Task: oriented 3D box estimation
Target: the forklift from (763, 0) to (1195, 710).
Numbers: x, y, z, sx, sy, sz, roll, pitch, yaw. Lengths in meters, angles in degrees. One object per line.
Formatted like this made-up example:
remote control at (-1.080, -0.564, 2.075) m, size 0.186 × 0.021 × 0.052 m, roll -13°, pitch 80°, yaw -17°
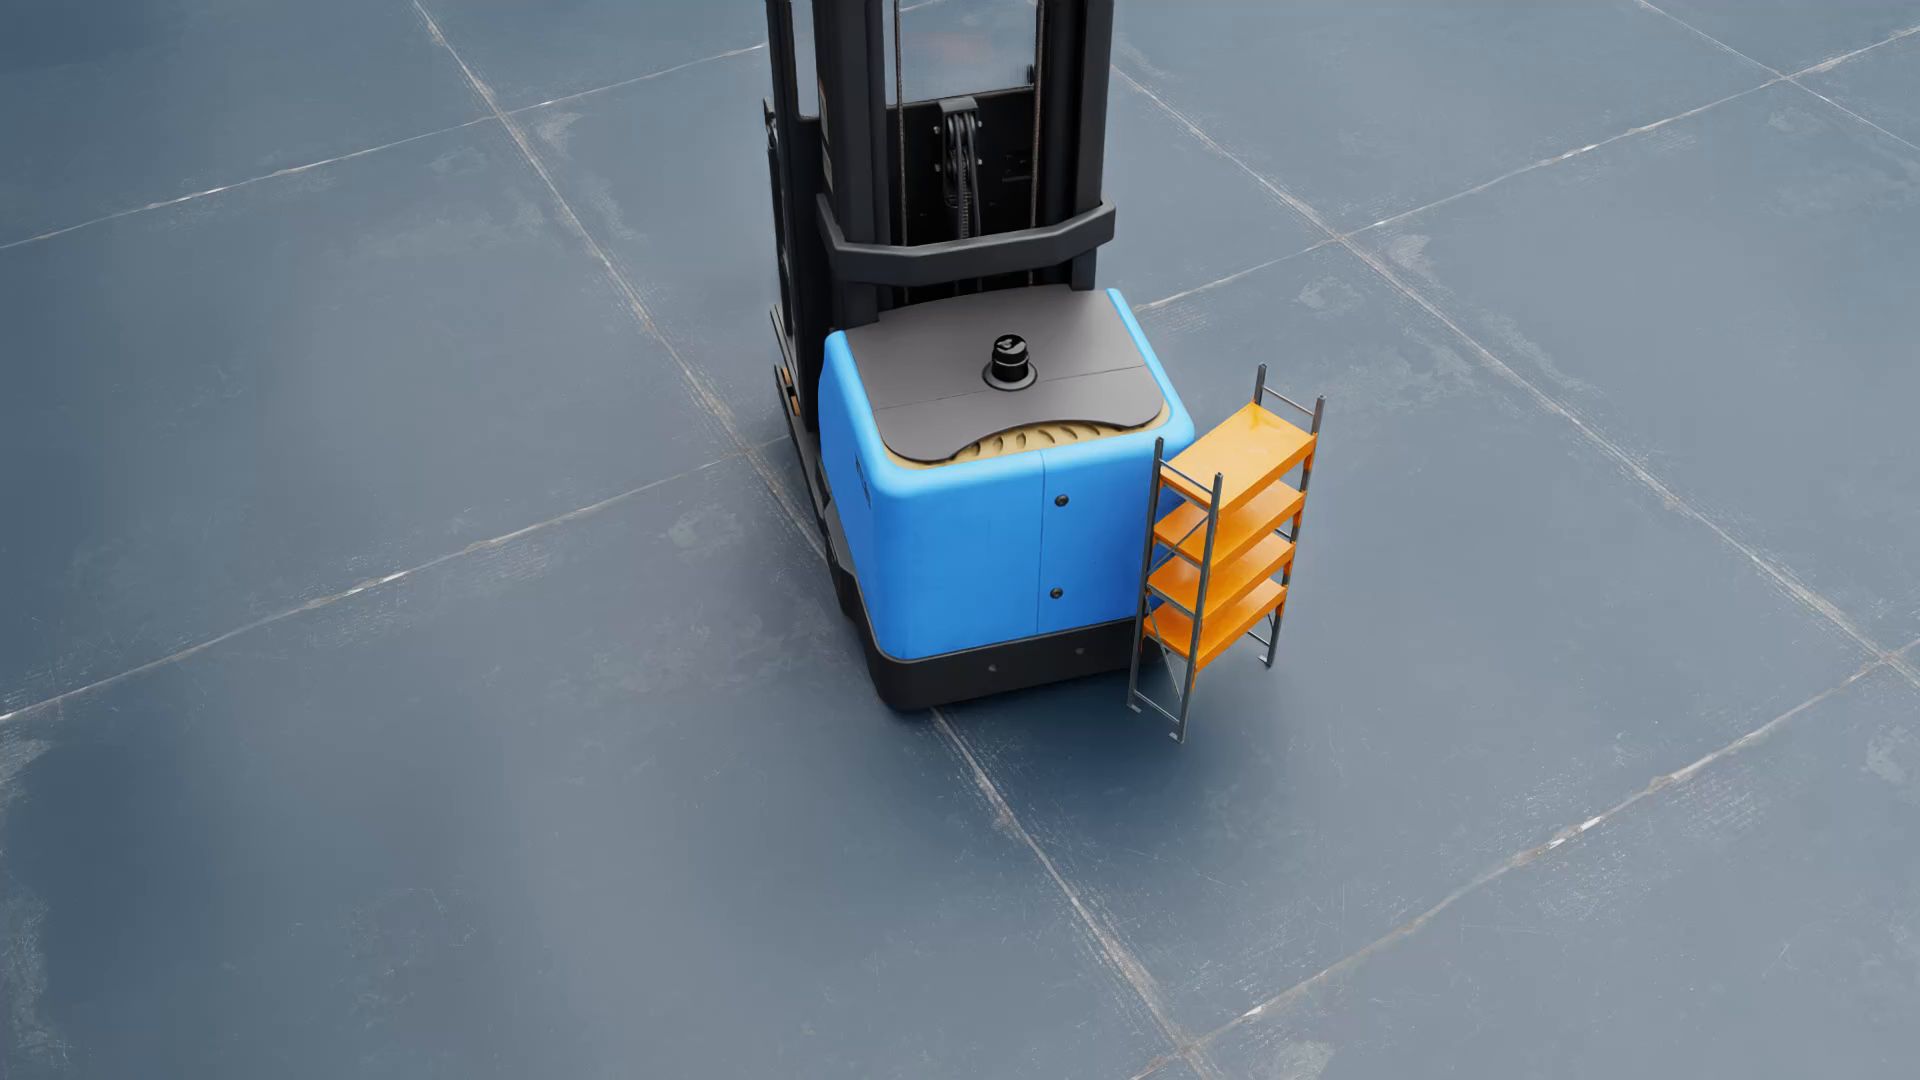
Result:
forklift at (-0.128, -1.527, 5.718) m, size 1.130 × 2.935 × 3.031 m, roll -10°, pitch 45°, yaw -10°

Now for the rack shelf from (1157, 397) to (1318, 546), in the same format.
rack shelf at (0.831, -0.213, 5.044) m, size 0.258 × 0.148 × 0.480 m, roll 35°, pitch 54°, yaw 30°

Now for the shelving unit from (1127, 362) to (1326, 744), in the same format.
shelving unit at (0.831, 0.069, 5.318) m, size 0.258 × 1.200 × 0.503 m, roll 35°, pitch 54°, yaw 30°

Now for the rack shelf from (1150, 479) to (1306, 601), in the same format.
rack shelf at (0.831, -0.043, 5.209) m, size 0.258 × 0.148 × 0.480 m, roll 35°, pitch 54°, yaw 30°

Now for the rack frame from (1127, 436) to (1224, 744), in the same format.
rack frame at (0.658, 0.189, 5.194) m, size 0.240 × 1.200 × 0.015 m, roll 35°, pitch 54°, yaw 30°

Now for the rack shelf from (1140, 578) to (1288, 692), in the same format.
rack shelf at (0.831, 0.260, 5.503) m, size 0.258 × 0.148 × 0.480 m, roll 35°, pitch 54°, yaw 30°

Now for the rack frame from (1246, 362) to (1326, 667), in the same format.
rack frame at (1.003, -0.051, 5.442) m, size 0.240 × 1.200 × 0.015 m, roll 35°, pitch 54°, yaw 30°

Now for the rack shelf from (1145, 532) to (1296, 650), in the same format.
rack shelf at (0.831, 0.117, 5.364) m, size 0.258 × 0.148 × 0.480 m, roll 35°, pitch 54°, yaw 30°
